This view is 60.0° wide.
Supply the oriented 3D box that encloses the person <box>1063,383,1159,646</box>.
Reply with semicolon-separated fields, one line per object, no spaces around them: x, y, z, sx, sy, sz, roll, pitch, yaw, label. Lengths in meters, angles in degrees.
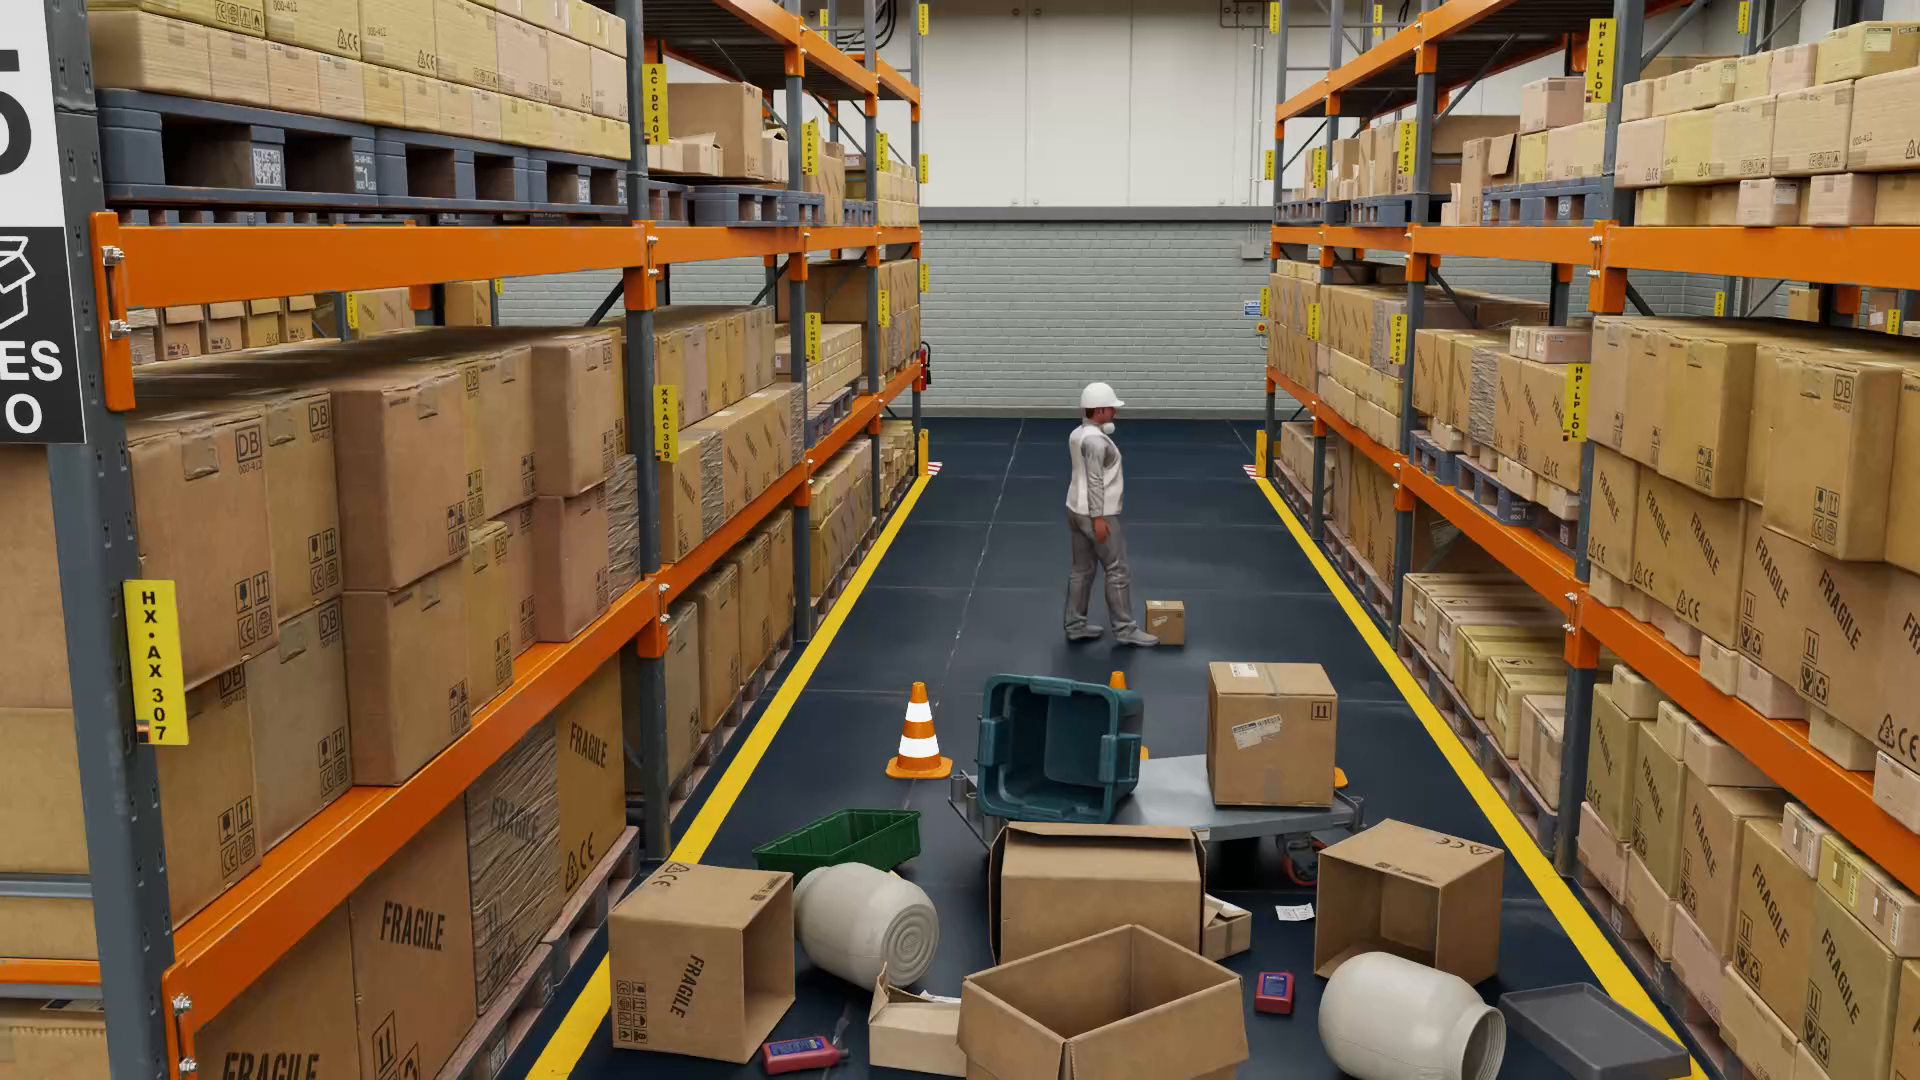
1.012;-0.190;11.313;0.607;1.769;0.557;-3;11;-14;person
